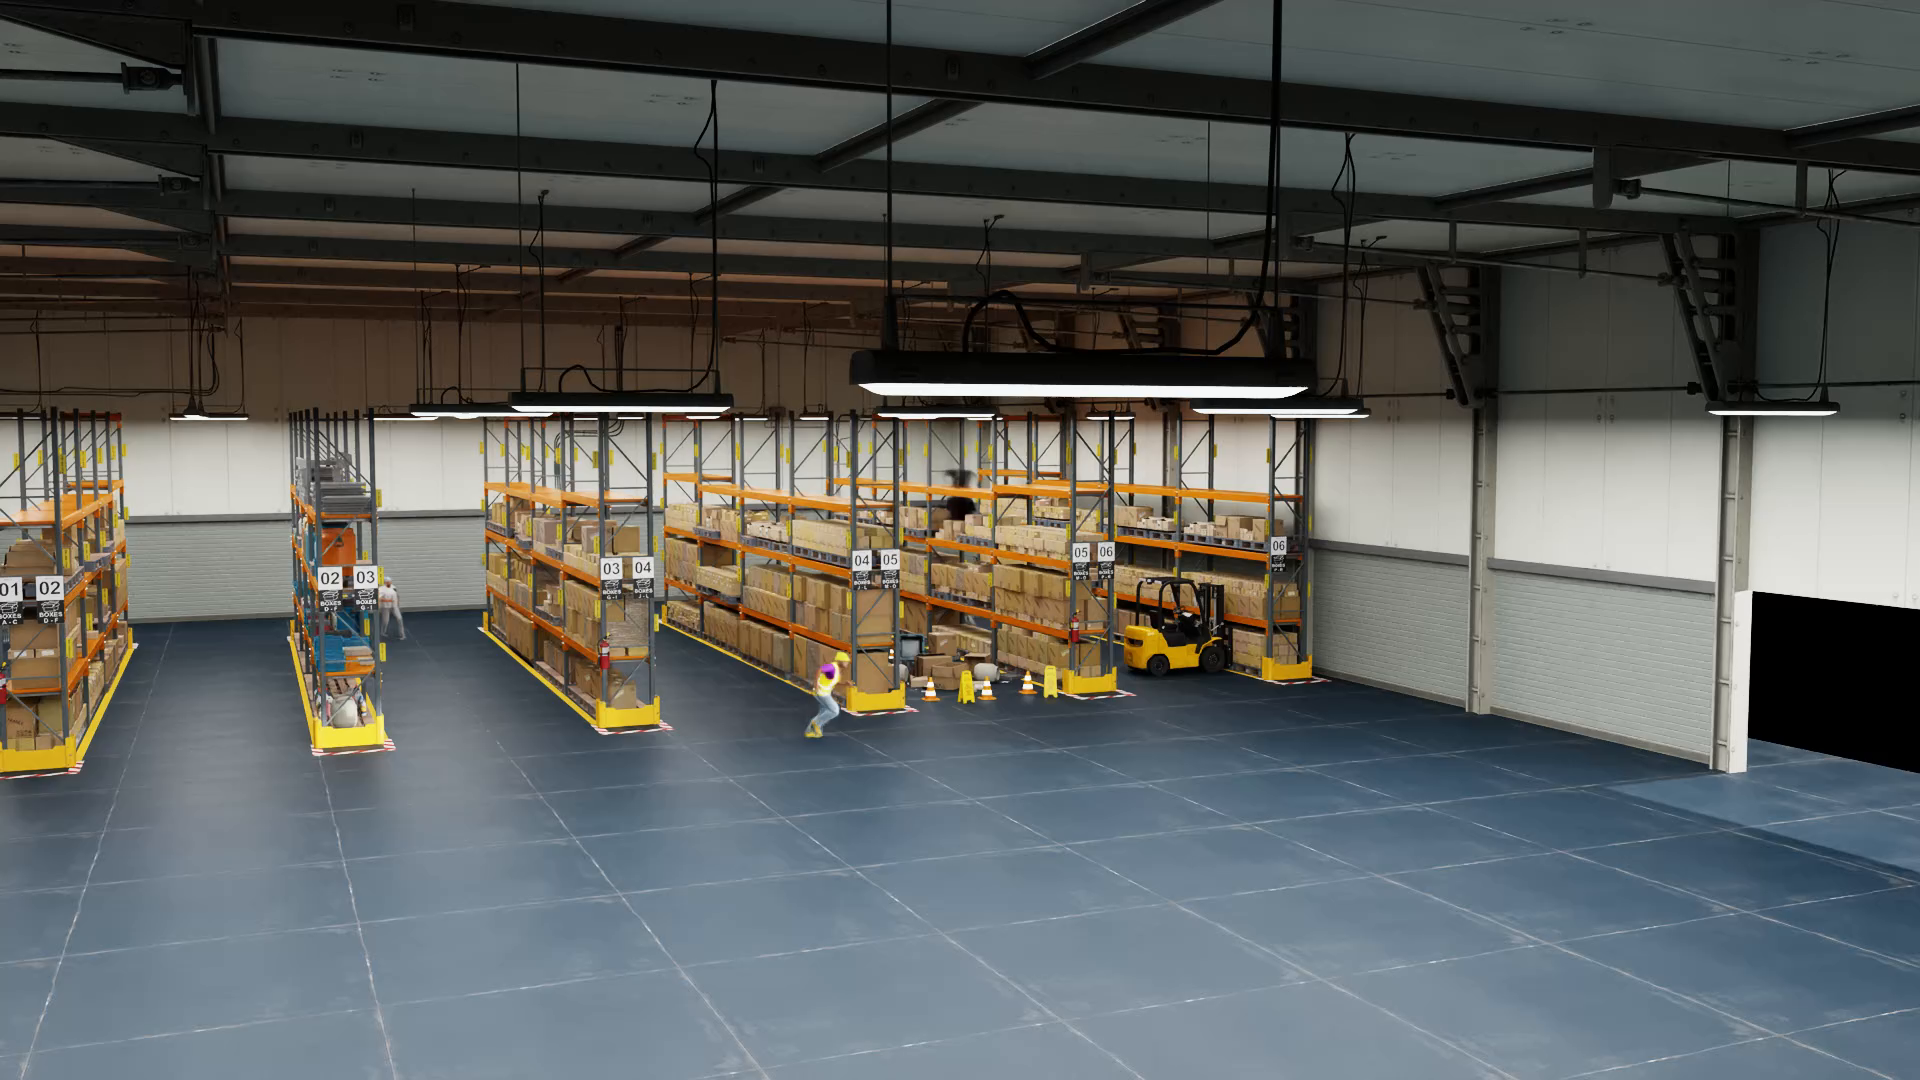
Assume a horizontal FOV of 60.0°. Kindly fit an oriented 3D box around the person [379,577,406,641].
[{"bbox_3d":[-15.131,1.815,44.082,0.601,1.694,0.876,-3,5,-40],"label":"person"}]

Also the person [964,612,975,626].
[{"bbox_3d":[0.267,1.730,45.559,0.536,1.638,0.557,-2,5,-29],"label":"person"}]

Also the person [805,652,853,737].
[{"bbox_3d":[-2.395,2.815,30.125,0.884,1.578,0.739,1,4,11],"label":"person"}]
